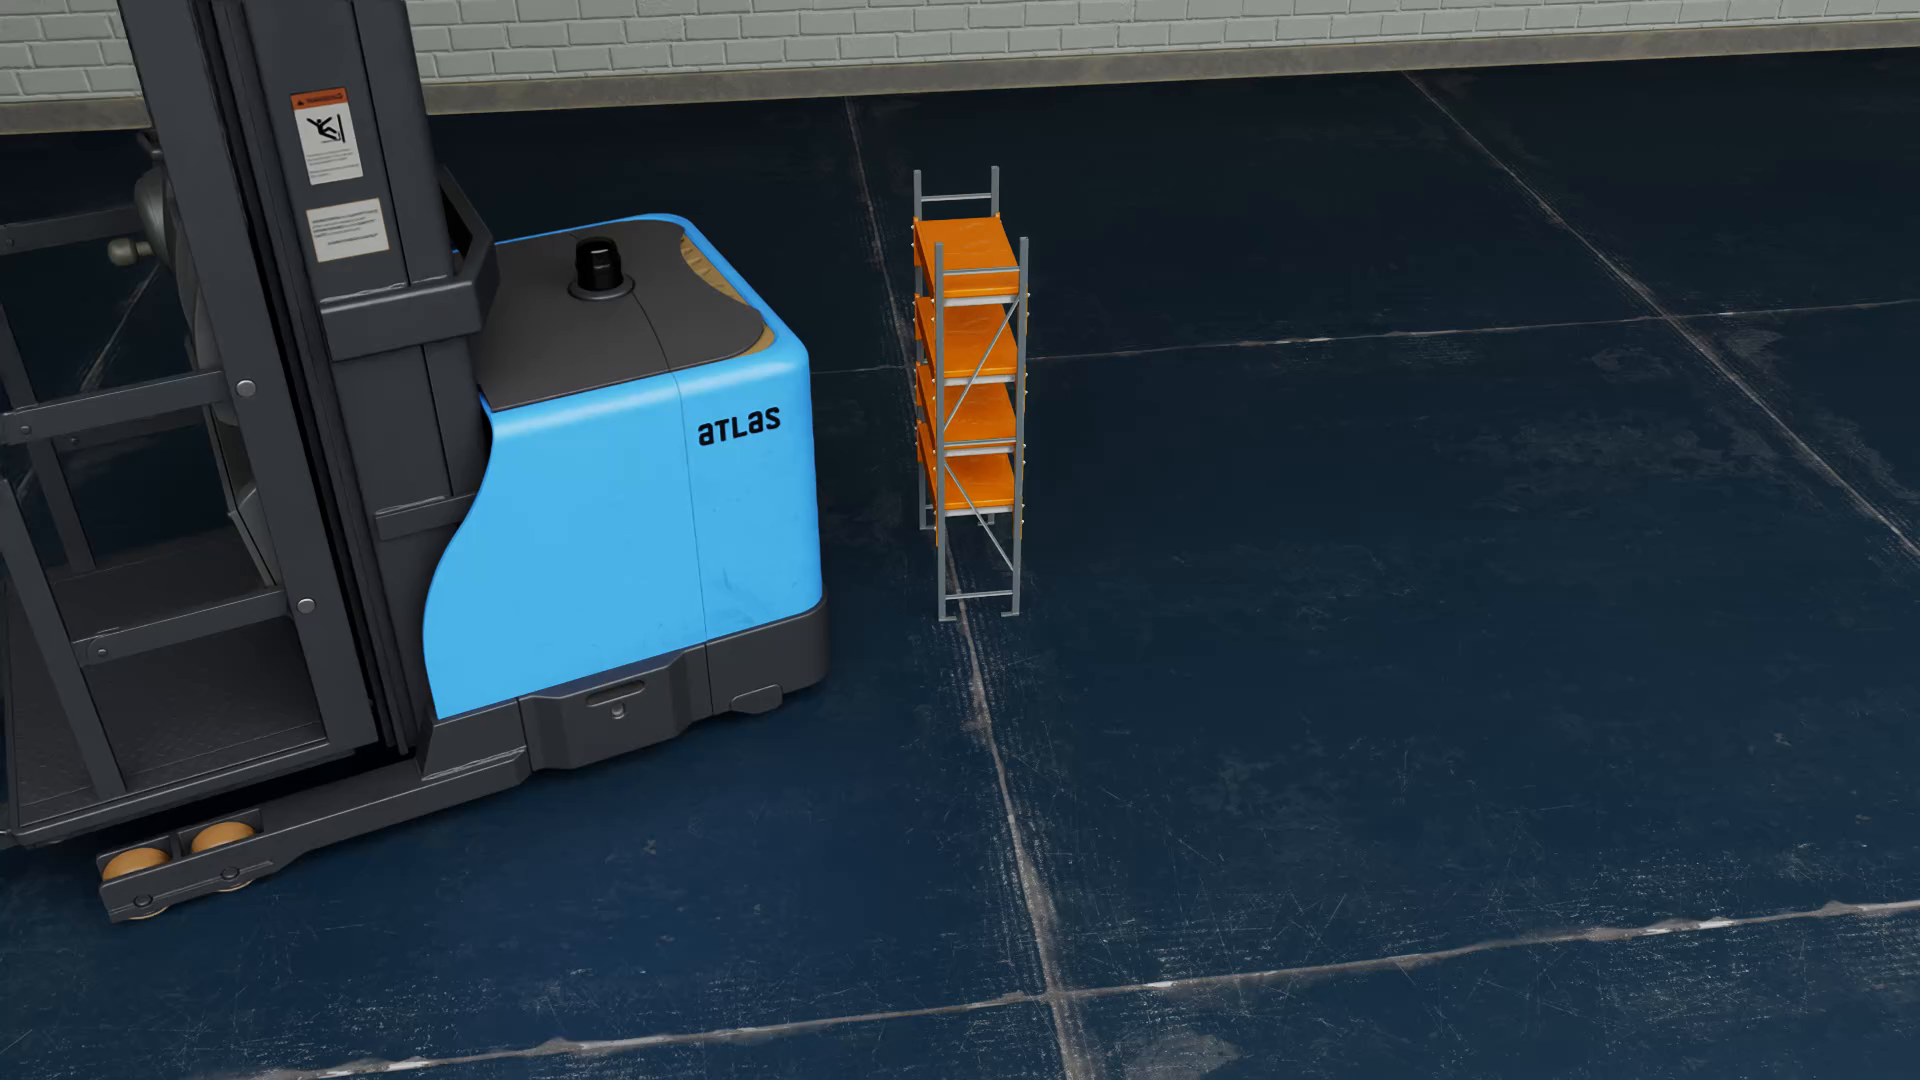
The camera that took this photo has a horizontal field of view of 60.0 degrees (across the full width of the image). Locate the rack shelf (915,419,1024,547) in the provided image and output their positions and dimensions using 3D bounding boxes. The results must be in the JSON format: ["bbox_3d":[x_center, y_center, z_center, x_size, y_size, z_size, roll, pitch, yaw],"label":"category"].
[{"bbox_3d":[0.022,-0.184,4.926,0.258,0.148,0.480,-4,35,-6],"label":"rack shelf"}]

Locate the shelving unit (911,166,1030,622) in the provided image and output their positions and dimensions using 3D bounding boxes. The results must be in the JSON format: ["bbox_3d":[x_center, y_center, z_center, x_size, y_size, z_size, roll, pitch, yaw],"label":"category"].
[{"bbox_3d":[0.022,-0.403,4.777,0.258,1.200,0.503,-4,35,-6],"label":"shelving unit"}]

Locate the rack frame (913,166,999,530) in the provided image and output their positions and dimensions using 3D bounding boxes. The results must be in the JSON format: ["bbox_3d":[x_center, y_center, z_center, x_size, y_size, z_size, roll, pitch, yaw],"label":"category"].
[{"bbox_3d":[-0.011,-0.540,4.976,0.240,1.200,0.015,-4,35,-6],"label":"rack frame"}]

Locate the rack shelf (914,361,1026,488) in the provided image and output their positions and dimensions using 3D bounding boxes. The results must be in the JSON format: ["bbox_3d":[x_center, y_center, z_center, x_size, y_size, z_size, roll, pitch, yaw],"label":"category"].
[{"bbox_3d":[0.022,-0.348,4.814,0.258,0.148,0.480,-4,35,-6],"label":"rack shelf"}]

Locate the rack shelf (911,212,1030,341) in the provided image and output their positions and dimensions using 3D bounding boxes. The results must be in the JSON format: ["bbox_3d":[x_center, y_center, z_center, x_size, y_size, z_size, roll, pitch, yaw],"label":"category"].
[{"bbox_3d":[0.022,-0.728,4.555,0.258,0.148,0.480,-4,35,-6],"label":"rack shelf"}]

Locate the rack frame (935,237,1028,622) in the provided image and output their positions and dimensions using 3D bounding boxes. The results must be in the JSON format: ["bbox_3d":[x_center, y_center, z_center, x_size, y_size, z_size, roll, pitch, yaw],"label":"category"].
[{"bbox_3d":[0.055,-0.267,4.577,0.240,1.200,0.015,-4,35,-6],"label":"rack frame"}]

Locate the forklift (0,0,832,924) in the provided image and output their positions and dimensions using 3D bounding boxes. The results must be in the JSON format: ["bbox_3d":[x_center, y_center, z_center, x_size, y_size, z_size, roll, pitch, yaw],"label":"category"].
[{"bbox_3d":[-1.908,-0.656,3.610,3.031,2.935,1.130,-16,37,-22],"label":"forklift"}]

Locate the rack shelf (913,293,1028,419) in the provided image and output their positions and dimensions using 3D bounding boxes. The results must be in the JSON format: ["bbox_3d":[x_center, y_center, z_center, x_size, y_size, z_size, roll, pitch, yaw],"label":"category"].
[{"bbox_3d":[0.022,-0.533,4.688,0.258,0.148,0.480,-4,35,-6],"label":"rack shelf"}]
